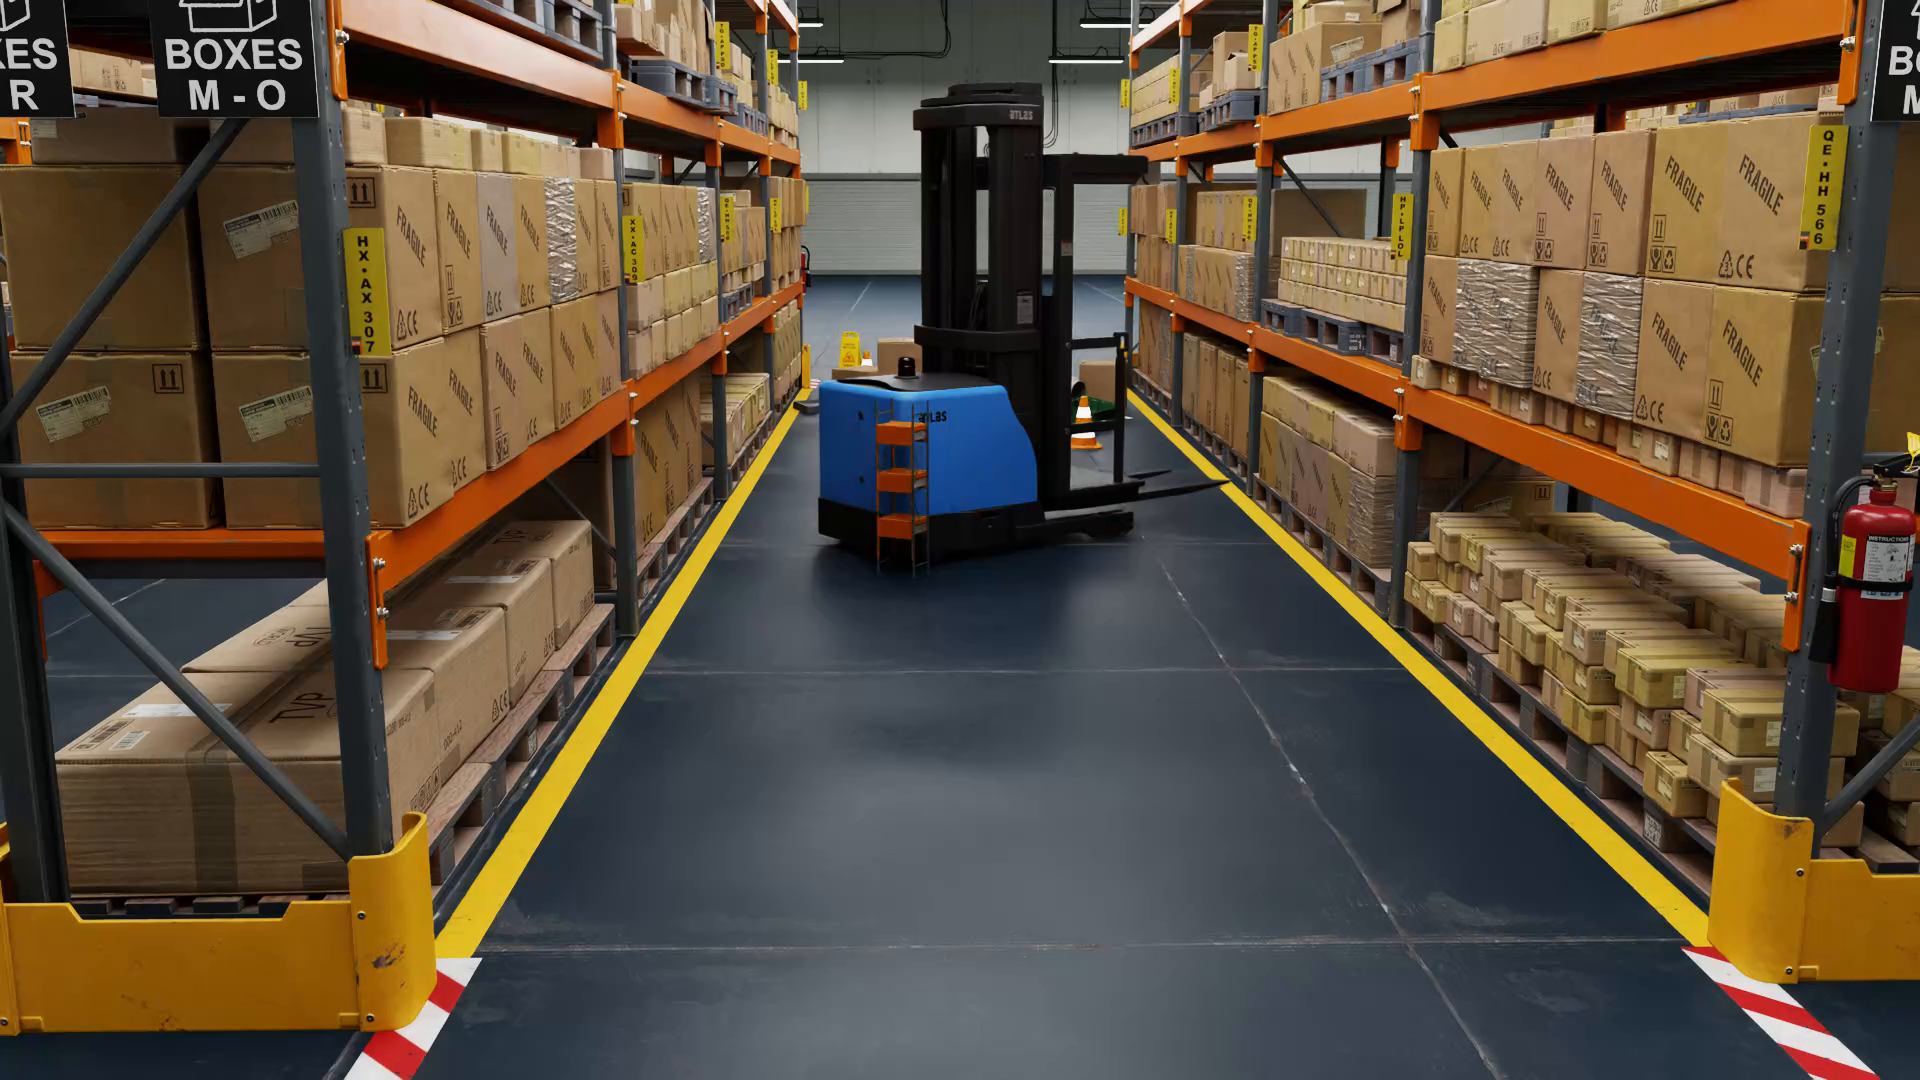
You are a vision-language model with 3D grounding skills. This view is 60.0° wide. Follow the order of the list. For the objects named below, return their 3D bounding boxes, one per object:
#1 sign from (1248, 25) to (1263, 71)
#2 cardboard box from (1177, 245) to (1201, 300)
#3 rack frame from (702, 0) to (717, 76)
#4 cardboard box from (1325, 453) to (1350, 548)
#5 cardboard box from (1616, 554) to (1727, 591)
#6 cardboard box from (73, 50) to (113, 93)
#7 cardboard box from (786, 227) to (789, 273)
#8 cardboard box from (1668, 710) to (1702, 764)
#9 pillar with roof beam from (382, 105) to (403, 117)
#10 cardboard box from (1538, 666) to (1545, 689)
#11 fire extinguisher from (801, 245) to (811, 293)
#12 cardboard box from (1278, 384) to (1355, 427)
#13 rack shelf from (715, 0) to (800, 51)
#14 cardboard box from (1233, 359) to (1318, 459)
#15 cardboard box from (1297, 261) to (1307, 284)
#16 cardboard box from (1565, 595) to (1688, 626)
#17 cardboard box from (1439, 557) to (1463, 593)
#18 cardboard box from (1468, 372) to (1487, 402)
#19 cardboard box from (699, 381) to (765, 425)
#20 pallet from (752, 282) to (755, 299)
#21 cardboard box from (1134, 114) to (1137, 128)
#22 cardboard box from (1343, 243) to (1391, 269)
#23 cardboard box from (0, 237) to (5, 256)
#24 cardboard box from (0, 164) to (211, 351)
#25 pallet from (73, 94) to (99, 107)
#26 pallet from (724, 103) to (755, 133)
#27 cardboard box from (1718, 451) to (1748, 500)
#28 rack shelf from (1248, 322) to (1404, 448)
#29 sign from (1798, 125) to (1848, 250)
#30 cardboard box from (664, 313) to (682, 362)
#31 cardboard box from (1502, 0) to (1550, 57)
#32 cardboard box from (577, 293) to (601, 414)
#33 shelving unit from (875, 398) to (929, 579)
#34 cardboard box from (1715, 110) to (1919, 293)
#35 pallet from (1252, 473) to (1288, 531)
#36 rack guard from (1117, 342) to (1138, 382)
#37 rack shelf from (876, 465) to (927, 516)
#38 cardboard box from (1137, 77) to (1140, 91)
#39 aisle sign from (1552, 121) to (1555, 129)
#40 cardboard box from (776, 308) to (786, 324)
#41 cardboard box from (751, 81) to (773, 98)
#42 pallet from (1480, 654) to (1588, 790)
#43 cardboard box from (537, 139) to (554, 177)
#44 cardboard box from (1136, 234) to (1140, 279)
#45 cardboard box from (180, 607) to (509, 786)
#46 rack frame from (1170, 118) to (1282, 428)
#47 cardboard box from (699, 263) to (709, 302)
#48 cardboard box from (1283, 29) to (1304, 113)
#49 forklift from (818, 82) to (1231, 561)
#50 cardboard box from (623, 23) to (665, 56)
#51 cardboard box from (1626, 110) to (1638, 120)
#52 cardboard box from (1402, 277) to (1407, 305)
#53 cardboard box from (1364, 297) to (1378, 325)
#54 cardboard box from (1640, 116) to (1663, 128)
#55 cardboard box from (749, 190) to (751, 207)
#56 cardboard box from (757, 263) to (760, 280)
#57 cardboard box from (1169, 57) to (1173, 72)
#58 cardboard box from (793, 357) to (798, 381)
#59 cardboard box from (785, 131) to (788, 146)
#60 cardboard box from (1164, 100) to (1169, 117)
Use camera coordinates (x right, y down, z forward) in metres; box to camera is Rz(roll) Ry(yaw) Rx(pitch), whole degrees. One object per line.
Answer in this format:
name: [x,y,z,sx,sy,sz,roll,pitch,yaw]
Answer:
sign: [2.141,-3.568,12.060,0.100,0.325,0.005,0,11,-1]
cardboard box: [2.356,-2.545,15.809,0.500,0.500,0.500,0,11,-1]
rack frame: [-2.250,-4.706,11.625,1.000,3.000,0.127,0,11,-1]
cardboard box: [2.502,-0.240,9.931,0.500,0.500,0.500,-1,11,-2]
cardboard box: [3.129,0.163,7.328,0.380,0.149,0.250,-1,11,-4]
cardboard box: [-7.095,-3.764,12.964,0.700,0.500,0.500,0,11,-2]
cardboard box: [-2.125,-3.145,18.016,0.500,0.500,0.500,0,11,0]
cardboard box: [2.614,0.673,5.562,0.380,0.149,0.250,-1,11,-2]
pillar with roof beam: [-4.085,-7.344,24.625,9.100,9.000,0.400,0,11,-1]
cardboard box: [2.615,0.563,6.853,0.380,0.149,0.250,0,11,0]
fire extinguisher: [-1.957,-3.343,20.189,0.296,0.674,0.183,0,11,-1]
cardboard box: [2.479,-0.916,11.375,0.500,0.250,0.500,0,11,-2]
rack shelf: [-2.374,-5.545,17.575,1.077,0.370,4.000,0,11,-1]
cardboard box: [2.774,-1.031,13.201,1.050,0.750,0.750,0,11,-2]
cardboard box: [2.522,-1.831,11.369,0.380,0.149,0.250,-1,11,-3]
cardboard box: [2.620,0.320,6.554,0.380,0.149,0.250,-1,11,-3]
cardboard box: [2.562,0.157,8.105,0.380,0.149,0.250,0,11,-1]
cardboard box: [2.595,-0.727,7.730,0.380,0.149,0.250,-1,11,-4]
cardboard box: [-2.301,-1.232,15.142,0.950,0.372,0.625,0,11,2]
pallet: [-2.463,-2.315,15.408,1.003,0.211,1.213,0,11,-1]
cardboard box: [2.224,-4.879,19.342,0.380,0.149,0.250,0,11,-1]
cardboard box: [2.550,-1.724,10.092,0.380,0.149,0.250,-1,11,-4]
cardboard box: [-6.925,-2.177,12.361,0.380,0.149,0.250,0,11,1]
cardboard box: [-2.333,-0.810,4.741,0.500,0.500,0.500,0,11,1]
pallet: [-7.316,-3.257,12.501,1.213,0.211,1.003,0,11,1]
pallet: [-2.402,-3.610,14.238,1.213,0.211,1.003,0,11,-1]
cardboard box: [2.605,-0.207,5.165,0.380,0.149,0.250,0,11,-1]
rack shelf: [2.738,-1.057,10.532,1.077,0.370,4.000,0,11,-1]
sign: [2.306,-0.940,4.444,0.100,0.325,0.005,0,11,-1]
cardboard box: [-1.920,-1.191,9.763,0.500,0.250,0.500,0,11,-2]
cardboard box: [2.535,-2.112,6.757,0.500,0.250,0.500,0,11,1]
cardboard box: [-1.886,-0.827,7.339,0.500,0.500,0.500,-1,11,-3]
shelving unit: [-0.343,-0.311,9.951,0.252,1.050,0.215,6,13,27]
cardboard box: [2.604,-0.991,4.886,0.500,0.500,0.500,0,11,-2]
pallet: [2.711,-0.285,11.932,1.003,0.211,1.213,0,11,-1]
rack guard: [2.531,-2.177,20.531,1.175,0.500,0.348,0,11,-1]
rack shelf: [-0.343,-0.301,9.953,0.240,0.259,0.215,6,13,27]
cardboard box: [2.230,-5.221,19.025,0.380,0.149,0.250,0,11,-2]
aisle sign: [7.191,-4.682,20.057,0.394,0.787,0.004,0,11,-1]
cardboard box: [-2.030,-2.351,17.444,0.380,0.149,0.250,0,11,1]
cardboard box: [-2.013,-4.363,16.103,0.380,0.149,0.250,0,11,-2]
pallet: [2.857,0.731,6.923,1.003,0.211,1.213,0,11,-1]
cardboard box: [-1.887,-1.566,6.835,0.380,0.149,0.250,0,11,-2]
cardboard box: [2.584,-3.397,19.881,0.875,0.550,0.550,0,11,-1]
cardboard box: [-2.226,0.561,6.137,0.875,0.438,0.875,0,11,0]
rack frame: [2.614,-2.602,16.340,1.000,3.000,0.127,0,11,-1]
cardboard box: [-1.972,-1.741,11.215,0.500,0.250,0.500,-1,11,-3]
cardboard box: [2.460,-3.112,11.057,0.500,0.500,0.500,0,11,-1]
forklift: [0.555,-1.518,11.168,3.031,2.935,1.130,-8,14,-36]
cardboard box: [-1.844,-2.785,9.232,0.380,0.166,0.250,-1,12,-5]
cardboard box: [7.247,-4.519,17.622,0.380,0.149,0.250,0,11,2]
cardboard box: [2.573,-1.318,8.841,0.380,0.149,0.250,0,11,1]
cardboard box: [2.559,-1.323,9.614,0.380,0.149,0.250,-1,11,-4]
cardboard box: [7.304,-4.192,17.011,0.500,0.250,0.500,0,11,0]
cardboard box: [-2.070,-3.052,14.872,0.380,0.149,0.250,-1,11,-3]
cardboard box: [-2.017,-2.439,15.114,0.380,0.149,0.250,0,11,-2]
cardboard box: [2.283,-4.716,16.535,0.380,0.149,0.250,0,11,-1]
cardboard box: [-2.127,-1.952,18.997,0.500,0.250,0.500,0,11,-1]
cardboard box: [-2.052,-4.329,17.938,0.380,0.149,0.250,0,11,-2]
cardboard box: [2.274,-4.376,16.865,0.380,0.149,0.250,0,11,0]
